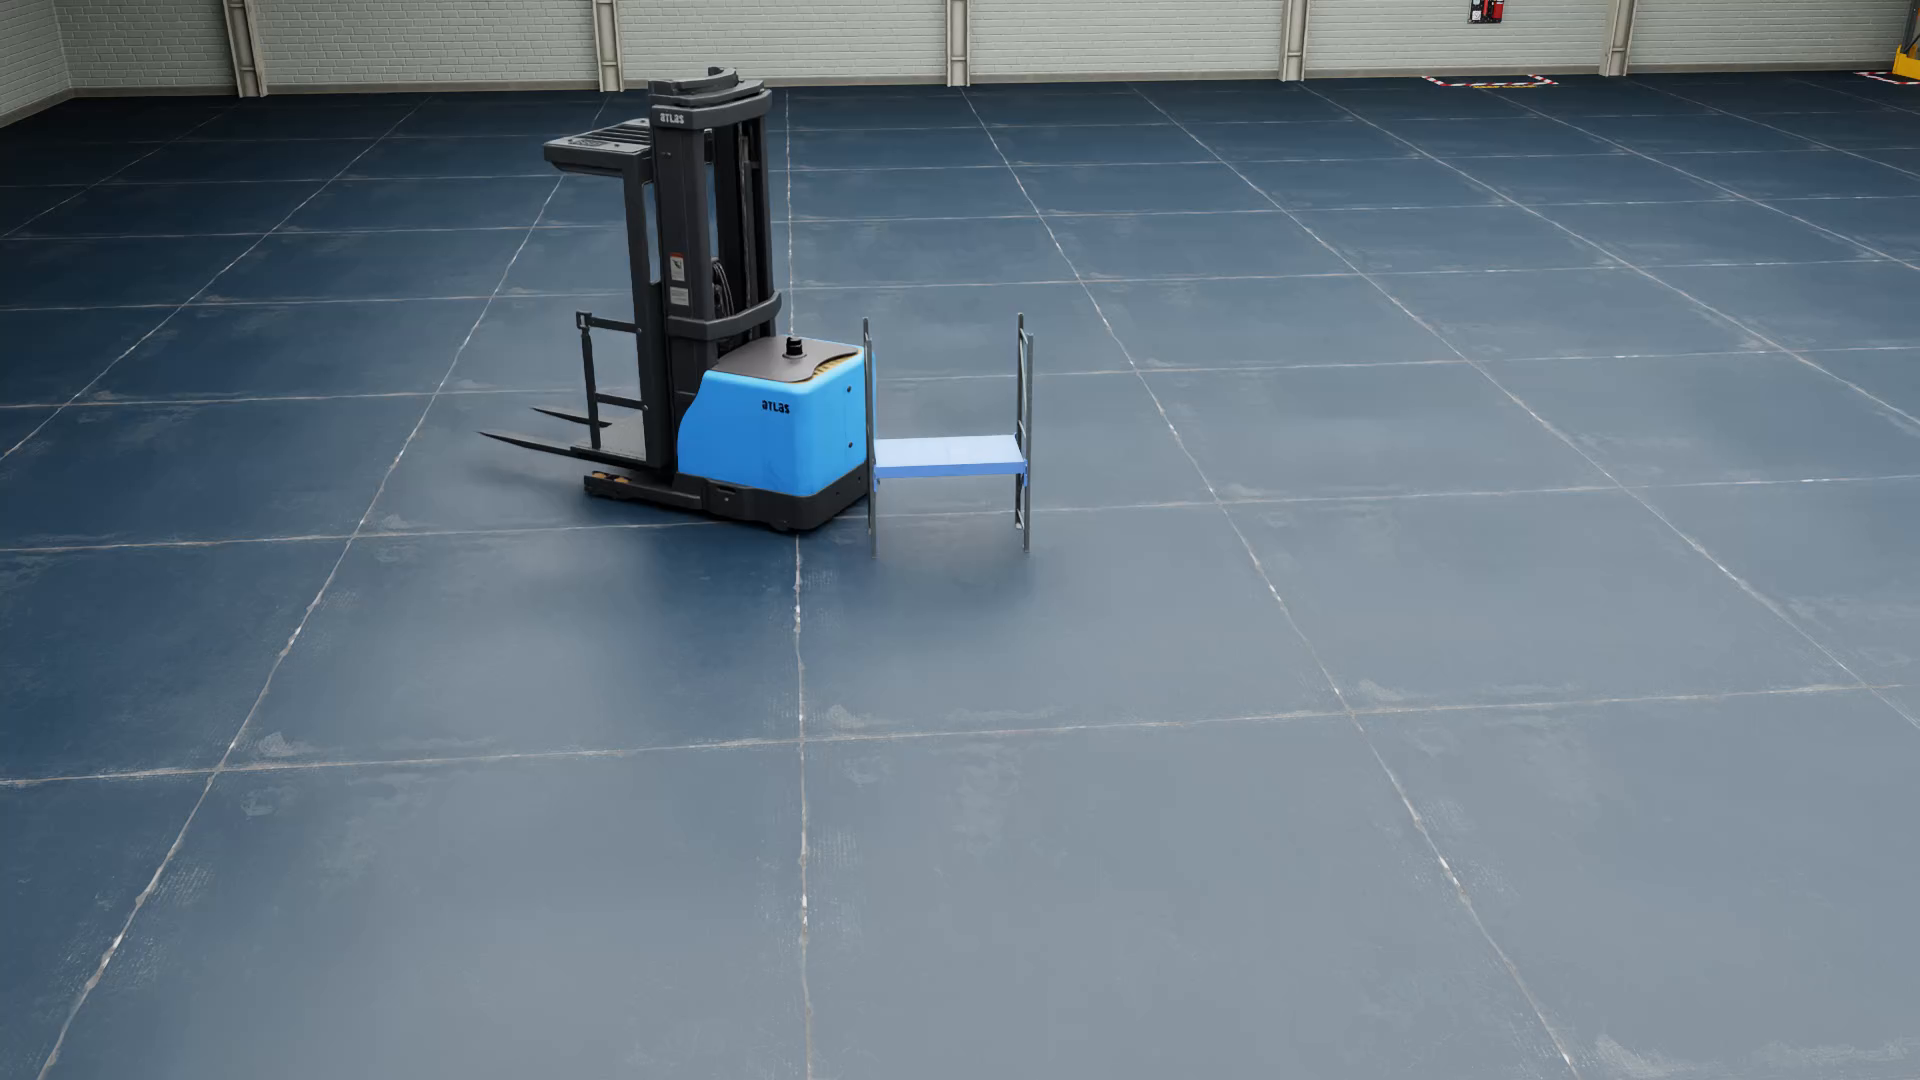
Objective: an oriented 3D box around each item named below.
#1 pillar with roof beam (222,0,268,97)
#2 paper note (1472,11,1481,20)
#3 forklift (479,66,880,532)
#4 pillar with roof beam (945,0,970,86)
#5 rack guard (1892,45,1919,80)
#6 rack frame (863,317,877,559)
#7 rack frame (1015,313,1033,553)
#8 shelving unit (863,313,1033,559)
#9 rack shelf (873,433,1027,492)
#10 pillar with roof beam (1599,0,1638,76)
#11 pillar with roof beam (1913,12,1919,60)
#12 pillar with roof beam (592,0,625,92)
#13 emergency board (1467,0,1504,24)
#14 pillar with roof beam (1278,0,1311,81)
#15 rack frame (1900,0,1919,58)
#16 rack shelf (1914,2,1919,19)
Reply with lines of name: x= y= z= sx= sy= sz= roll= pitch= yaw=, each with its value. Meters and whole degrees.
pillar with roof beam: x=-11.557 y=-9.910 z=22.467 sx=0.400 sy=9.000 sz=9.100 roll=-2 pitch=24 yaw=-5
paper note: x=9.258 y=-9.402 z=29.794 sx=0.142 sy=0.148 sz=0.016 roll=-2 pitch=24 yaw=-5
forklift: x=-2.128 y=-1.795 z=11.680 sx=3.031 sy=2.935 sz=1.130 roll=12 pitch=26 yaw=24
pillar with roof beam: x=0.385 y=-10.389 z=23.544 sx=0.400 sy=9.000 sz=9.100 roll=-2 pitch=24 yaw=-5
rack guard: x=17.339 y=-8.590 z=29.959 sx=0.348 sy=0.500 sz=1.175 roll=-2 pitch=24 yaw=-5
rack frame: x=-0.591 y=-0.662 z=10.892 sx=0.032 sy=1.500 sz=0.500 roll=-2 pitch=24 yaw=-5
rack frame: x=0.421 y=-0.702 z=10.983 sx=0.032 sy=1.500 sz=0.500 roll=-2 pitch=24 yaw=-5
shelving unit: x=-0.085 y=-0.682 z=10.938 sx=1.048 sy=1.500 sz=0.538 roll=-2 pitch=24 yaw=-5
rack shelf: x=-0.085 y=-0.518 z=11.011 sx=1.000 sy=0.185 sz=0.538 roll=-2 pitch=24 yaw=-5
pillar with roof beam: x=12.327 y=-10.868 z=24.622 sx=0.400 sy=9.000 sz=9.100 roll=-2 pitch=24 yaw=-5
pillar with roof beam: x=18.298 y=-11.108 z=25.161 sx=0.400 sy=9.000 sz=9.100 roll=-2 pitch=24 yaw=-5
pillar with roof beam: x=-5.586 y=-10.150 z=23.006 sx=0.400 sy=9.000 sz=9.100 roll=-2 pitch=24 yaw=-5
emergency board: x=9.441 y=-9.784 z=29.568 sx=0.643 sy=1.169 sz=0.194 roll=-2 pitch=24 yaw=-5
pillar with roof beam: x=6.356 y=-10.629 z=24.083 sx=0.400 sy=9.000 sz=9.100 roll=-2 pitch=24 yaw=-5
rack frame: x=17.263 y=-9.729 z=29.445 sx=0.127 sy=3.000 sz=1.000 roll=-2 pitch=24 yaw=-5
rack shelf: x=19.253 y=-9.480 z=29.771 sx=4.000 sy=0.370 sz=1.077 roll=-2 pitch=24 yaw=-5
